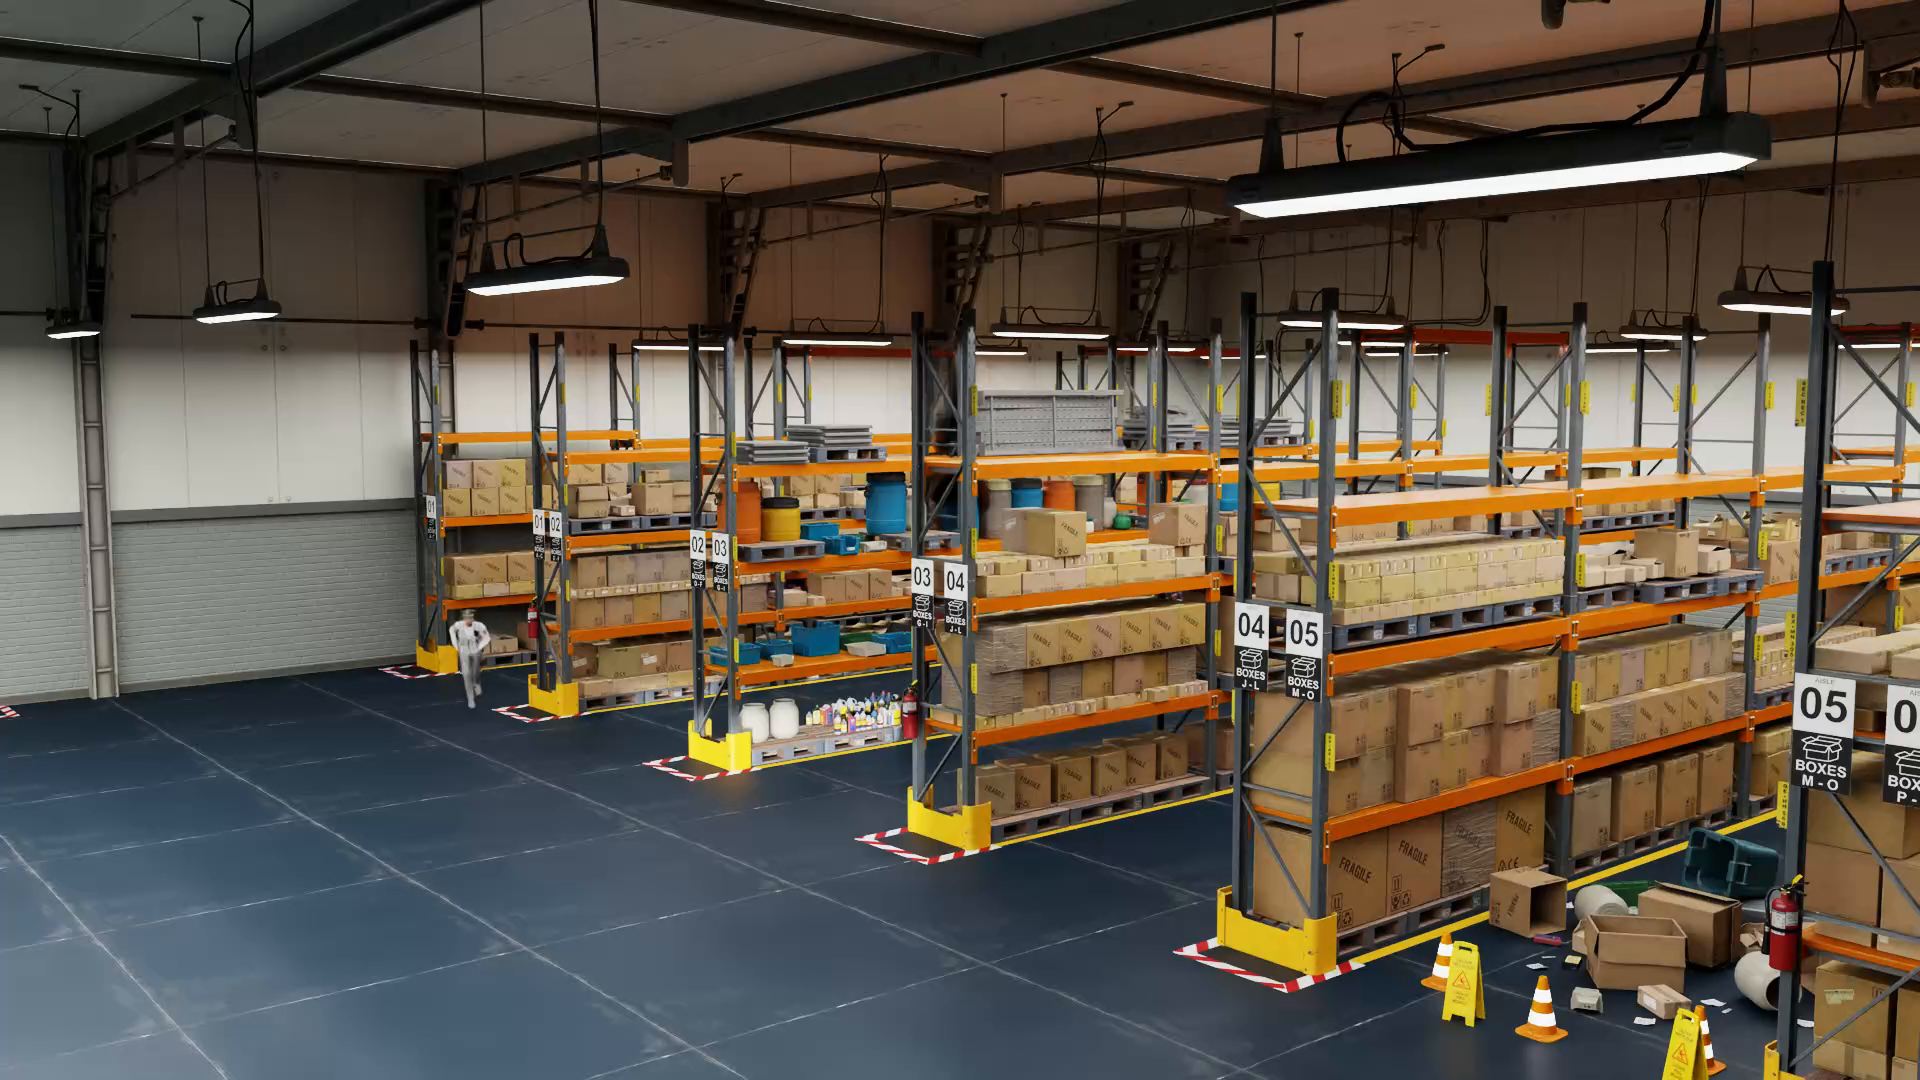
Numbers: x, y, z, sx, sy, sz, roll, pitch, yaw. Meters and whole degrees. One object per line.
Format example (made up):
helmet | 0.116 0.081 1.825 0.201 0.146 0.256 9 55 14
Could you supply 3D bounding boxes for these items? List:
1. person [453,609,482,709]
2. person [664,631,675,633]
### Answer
person | -7.991 1.890 27.091 0.481 1.628 0.980 -1 5 -7
person | -5.143 1.539 29.789 0.900 1.744 0.685 -5 7 -44
